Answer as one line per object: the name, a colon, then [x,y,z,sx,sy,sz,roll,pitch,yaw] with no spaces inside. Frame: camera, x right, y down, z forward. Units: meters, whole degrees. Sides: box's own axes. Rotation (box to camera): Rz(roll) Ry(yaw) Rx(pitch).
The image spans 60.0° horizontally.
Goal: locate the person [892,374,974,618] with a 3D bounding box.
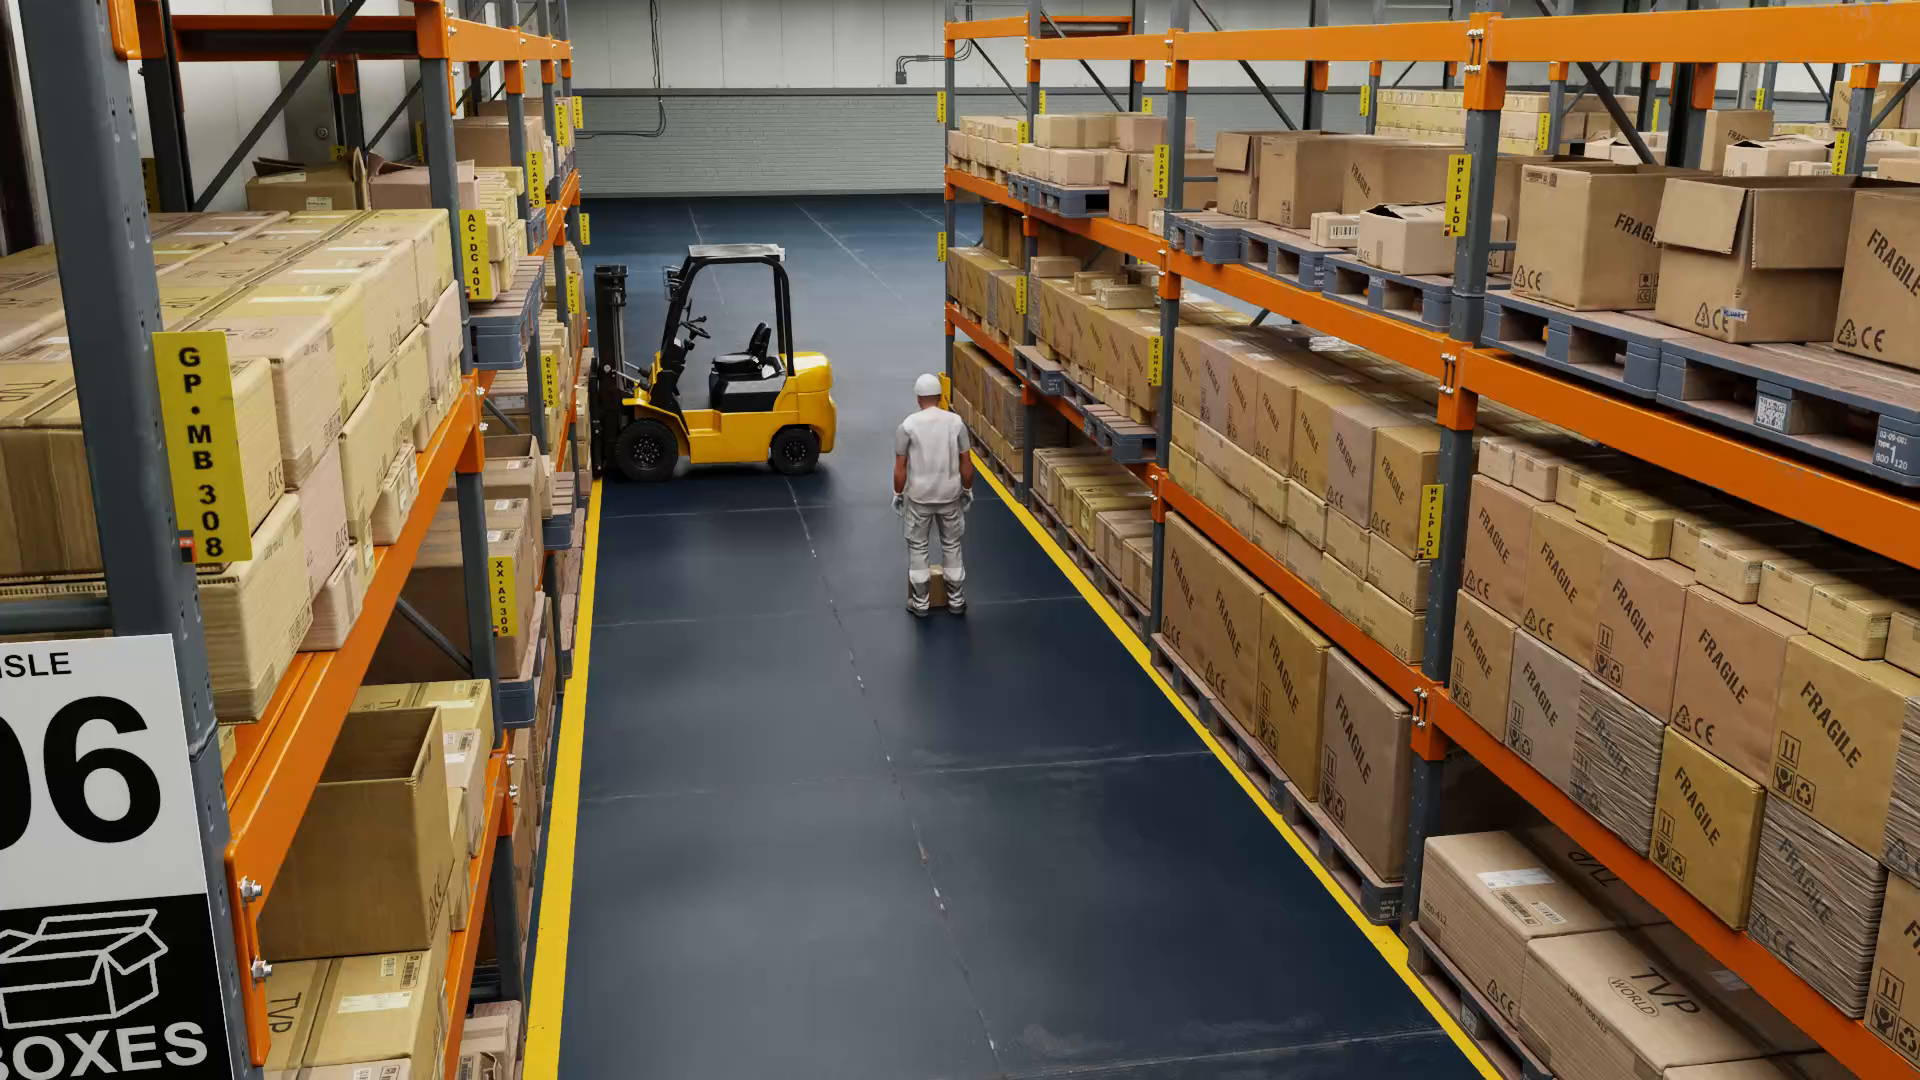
person: [-0.194,-0.321,12.115,0.606,1.778,0.453,-3,16,-10]
